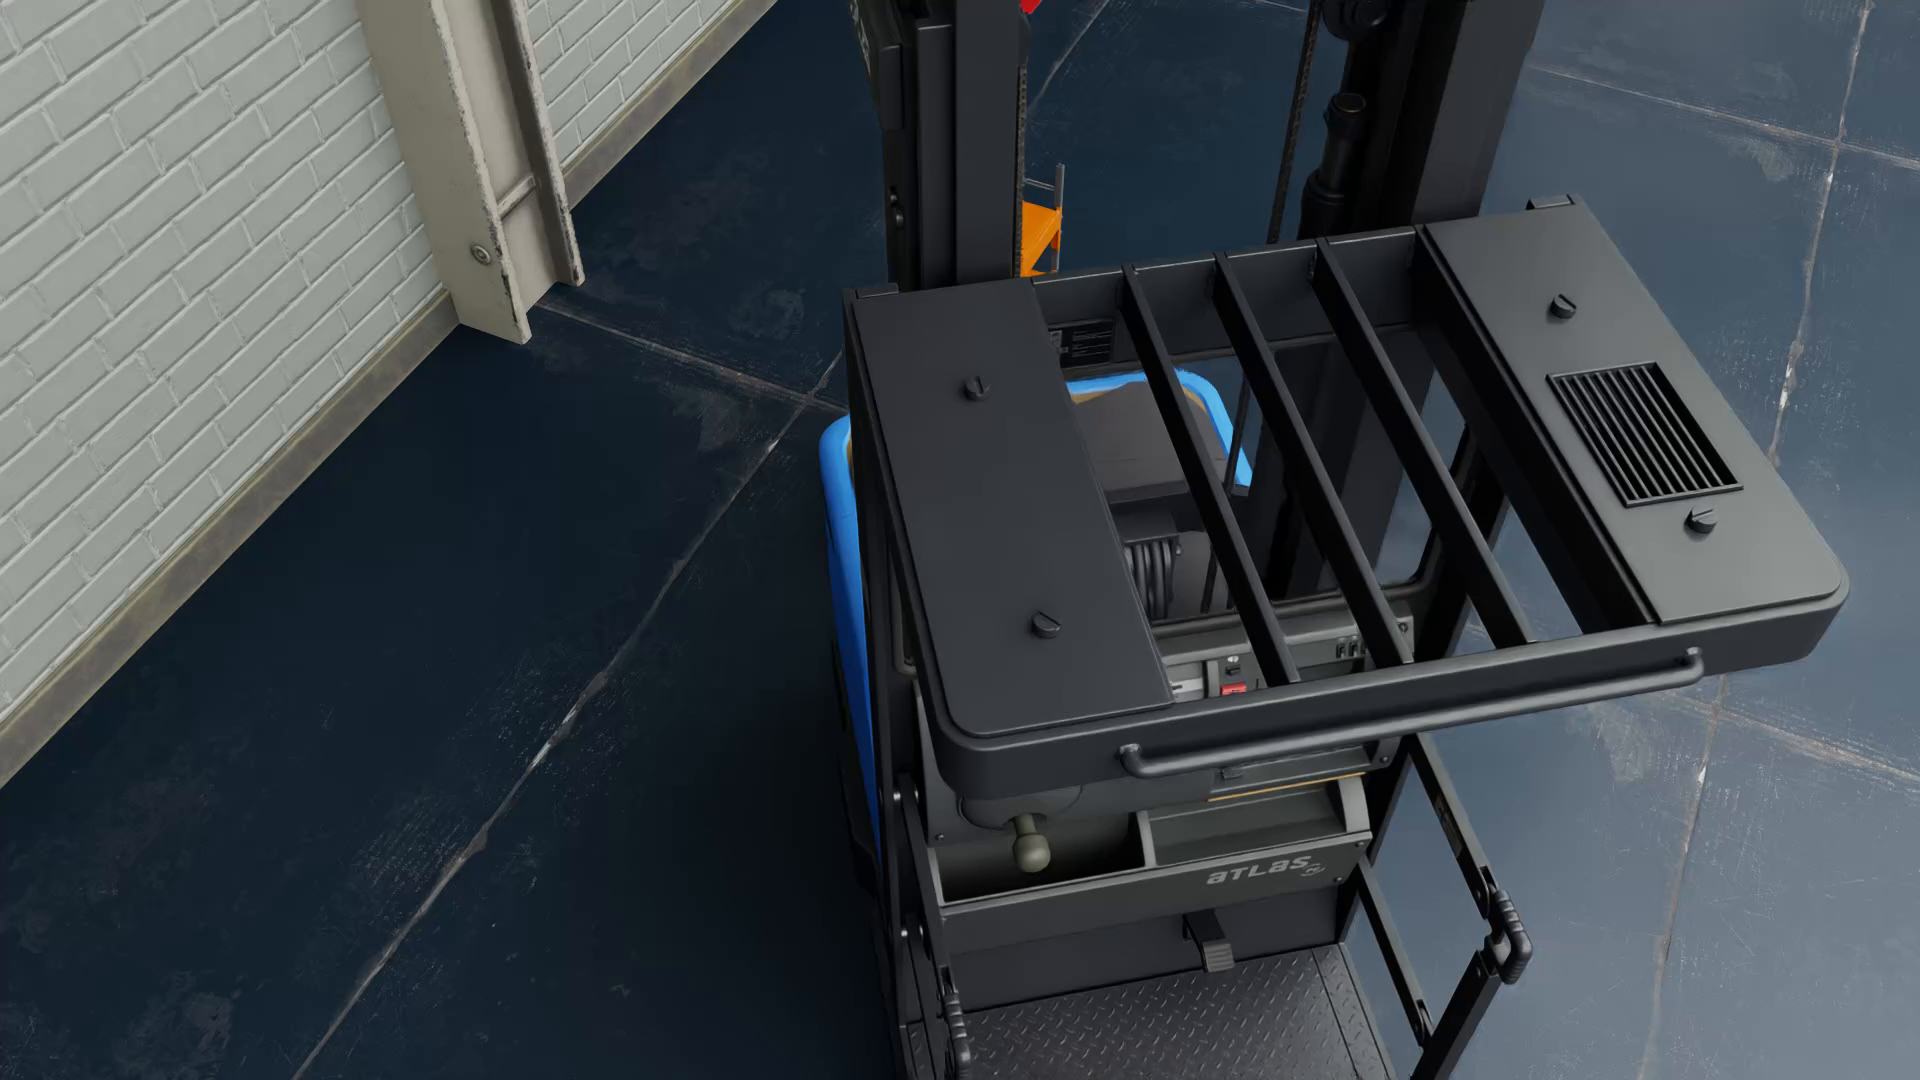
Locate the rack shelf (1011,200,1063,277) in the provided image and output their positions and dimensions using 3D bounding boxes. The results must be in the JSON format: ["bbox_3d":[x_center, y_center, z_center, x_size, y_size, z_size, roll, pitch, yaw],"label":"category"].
[{"bbox_3d":[0.071,-0.757,4.591,0.258,0.148,0.480,20,52,16],"label":"rack shelf"}]

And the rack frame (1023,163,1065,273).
[{"bbox_3d":[0.175,-0.671,5.033,0.240,1.200,0.015,20,52,16],"label":"rack frame"}]

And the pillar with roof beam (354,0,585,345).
[{"bbox_3d":[2.307,-2.386,1.371,9.100,9.000,0.400,20,52,16],"label":"pillar with roof beam"}]

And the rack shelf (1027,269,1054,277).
[{"bbox_3d":[0.071,-0.604,4.771,0.258,0.148,0.480,20,52,16],"label":"rack shelf"}]

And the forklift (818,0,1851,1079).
[{"bbox_3d":[0.428,0.471,2.925,1.130,2.935,3.031,-9,50,-7],"label":"forklift"}]

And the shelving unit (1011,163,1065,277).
[{"bbox_3d":[0.071,-0.503,4.890,0.258,1.200,0.503,20,52,16],"label":"shelving unit"}]
